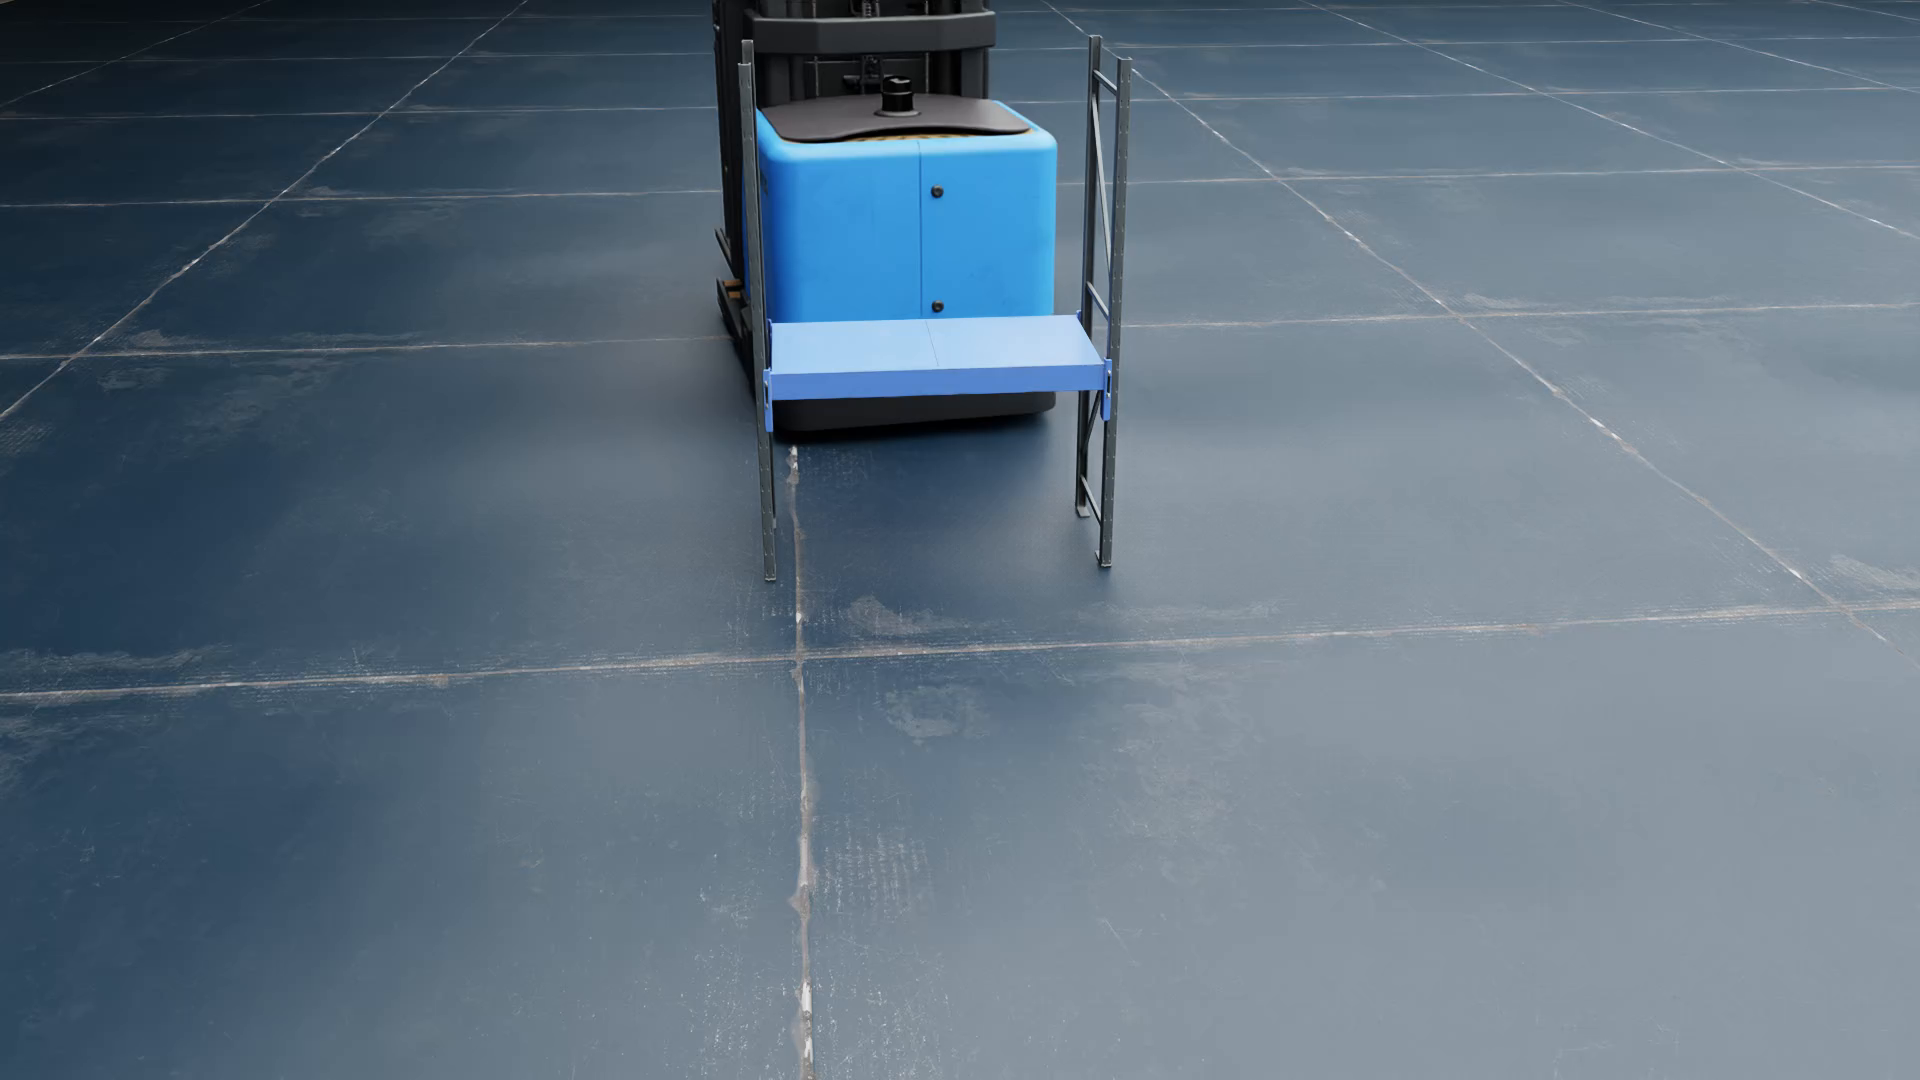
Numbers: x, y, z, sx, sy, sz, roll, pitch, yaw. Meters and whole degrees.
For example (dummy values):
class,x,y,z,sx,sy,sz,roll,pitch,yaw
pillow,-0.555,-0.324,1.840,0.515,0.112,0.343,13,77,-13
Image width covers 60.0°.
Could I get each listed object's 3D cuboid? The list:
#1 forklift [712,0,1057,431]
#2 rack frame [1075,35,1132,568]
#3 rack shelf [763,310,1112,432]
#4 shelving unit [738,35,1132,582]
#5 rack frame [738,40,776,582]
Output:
class,x,y,z,sx,sy,sz,roll,pitch,yaw
forklift,-0.480,-2.300,6.817,1.130,2.935,3.031,-5,25,-12
rack frame,0.421,-0.702,4.983,0.032,1.500,0.500,-2,24,-5
rack shelf,-0.085,-0.518,5.011,1.000,0.185,0.538,-2,24,-5
shelving unit,-0.085,-0.682,4.938,1.048,1.500,0.538,-2,24,-5
rack frame,-0.591,-0.662,4.892,0.032,1.500,0.500,-2,24,-5
